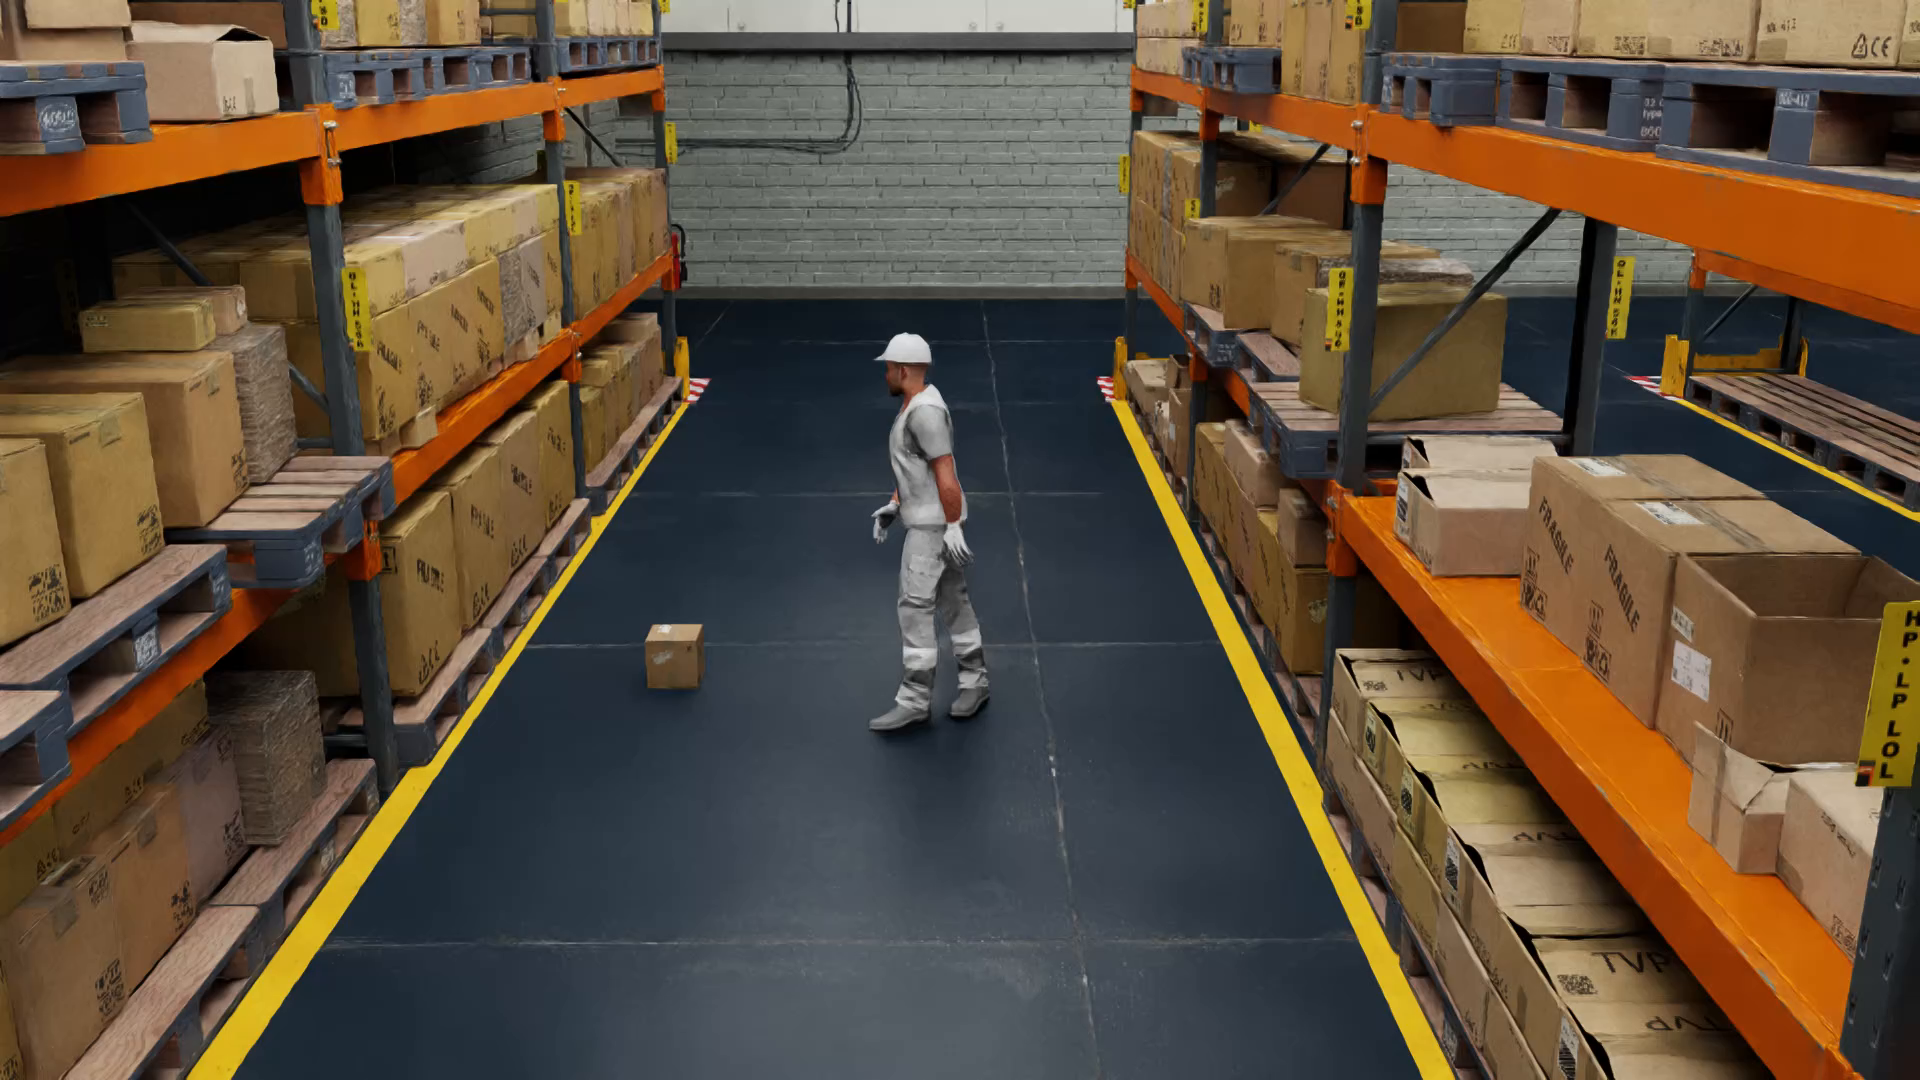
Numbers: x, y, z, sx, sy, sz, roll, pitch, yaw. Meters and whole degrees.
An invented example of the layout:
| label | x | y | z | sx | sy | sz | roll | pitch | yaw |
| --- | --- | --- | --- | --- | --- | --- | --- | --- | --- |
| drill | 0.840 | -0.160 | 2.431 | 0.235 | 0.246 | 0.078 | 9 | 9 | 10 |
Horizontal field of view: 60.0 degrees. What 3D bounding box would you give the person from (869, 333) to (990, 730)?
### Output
| label | x | y | z | sx | sy | sz | roll | pitch | yaw |
| --- | --- | --- | --- | --- | --- | --- | --- | --- | --- |
| person | -0.140 | -0.048 | 7.661 | 0.568 | 1.772 | 0.664 | 0 | 17 | -1 |
